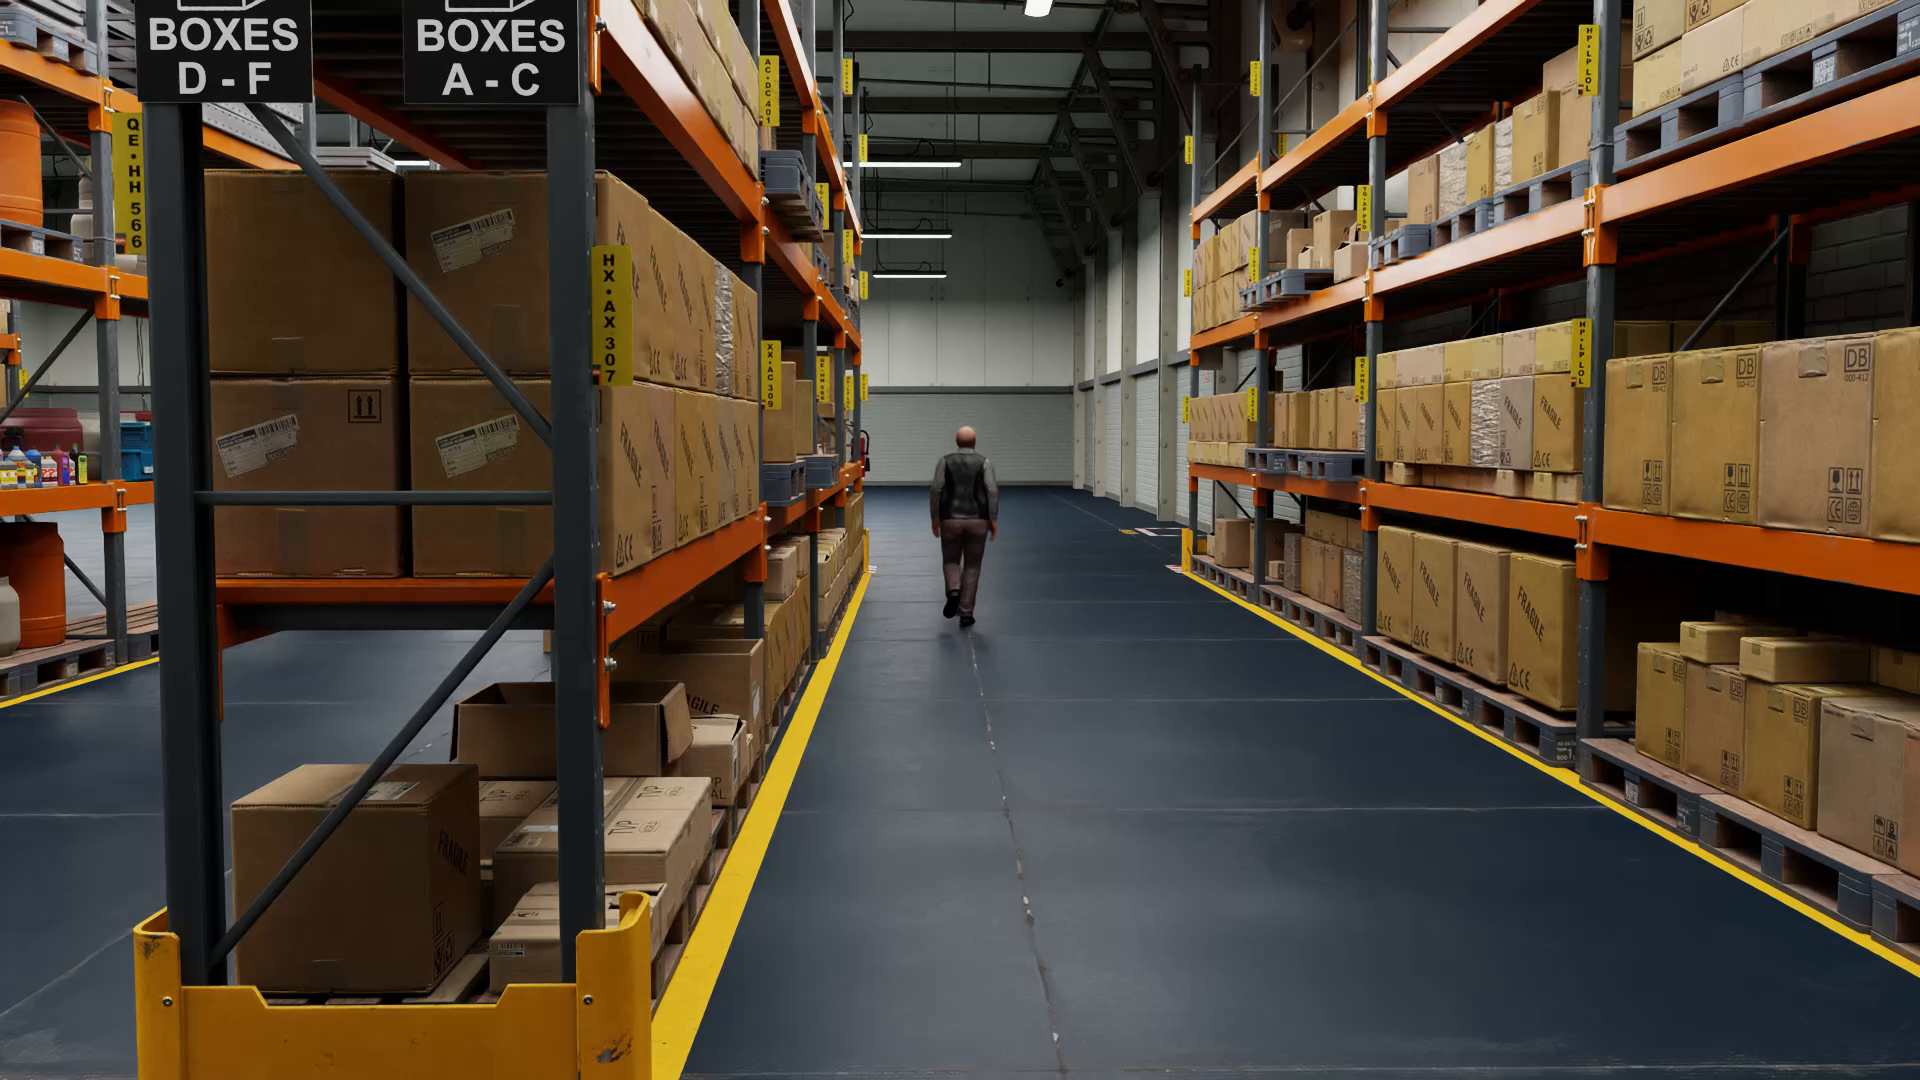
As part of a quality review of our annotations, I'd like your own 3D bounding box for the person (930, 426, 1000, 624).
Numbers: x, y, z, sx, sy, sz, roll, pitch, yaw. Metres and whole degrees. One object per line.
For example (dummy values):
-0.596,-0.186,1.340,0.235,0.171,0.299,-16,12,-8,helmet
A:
0.039,-0.124,14.304,0.602,1.708,0.527,0,4,3,person
